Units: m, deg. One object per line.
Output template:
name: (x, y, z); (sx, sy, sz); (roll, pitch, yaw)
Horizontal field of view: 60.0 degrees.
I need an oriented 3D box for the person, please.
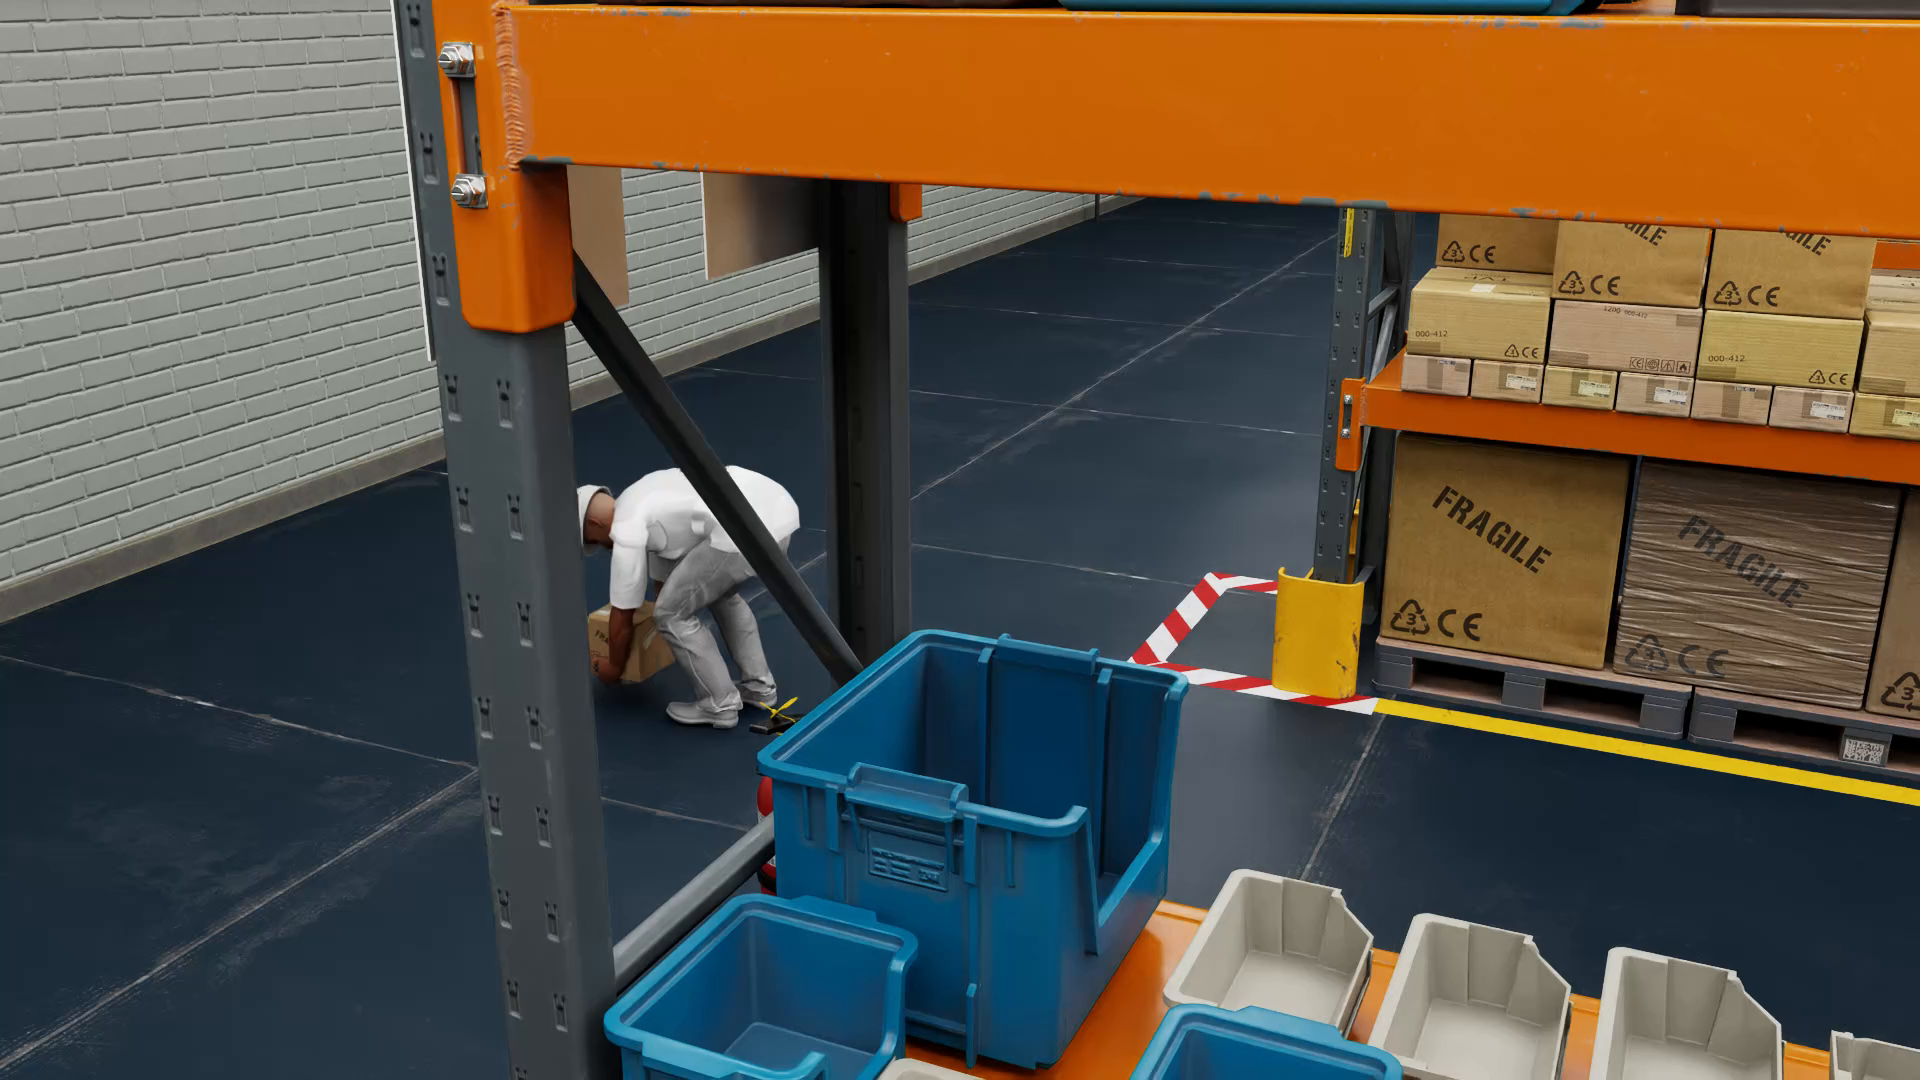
person: (-1.115, 0.194, 6.608); (0.977, 1.019, 0.497); (7, 20, 20)
